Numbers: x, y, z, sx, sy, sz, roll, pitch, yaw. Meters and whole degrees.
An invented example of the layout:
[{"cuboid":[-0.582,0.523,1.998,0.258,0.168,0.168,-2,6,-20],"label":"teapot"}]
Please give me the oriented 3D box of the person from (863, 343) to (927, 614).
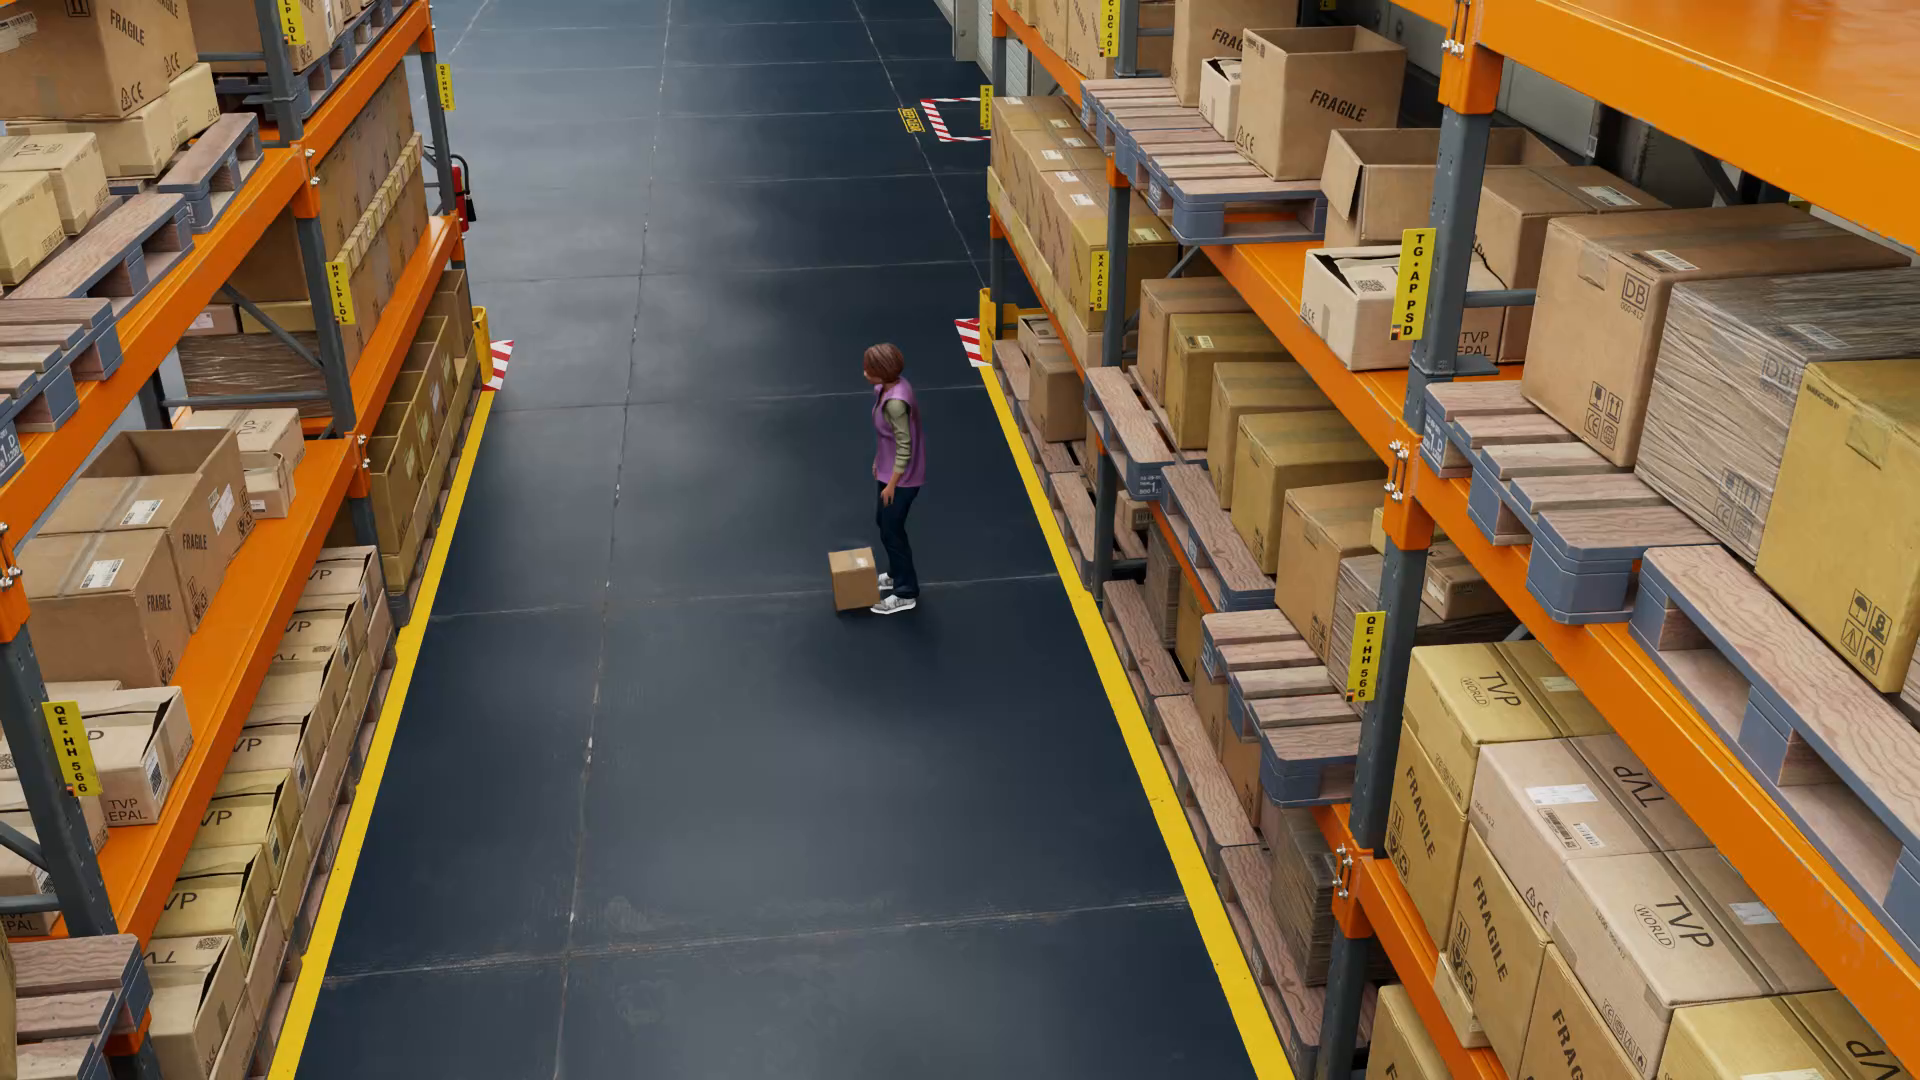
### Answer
[{"cuboid":[-0.367,-0.355,9.310,0.341,1.594,0.459,-5,28,-9],"label":"person"}]
